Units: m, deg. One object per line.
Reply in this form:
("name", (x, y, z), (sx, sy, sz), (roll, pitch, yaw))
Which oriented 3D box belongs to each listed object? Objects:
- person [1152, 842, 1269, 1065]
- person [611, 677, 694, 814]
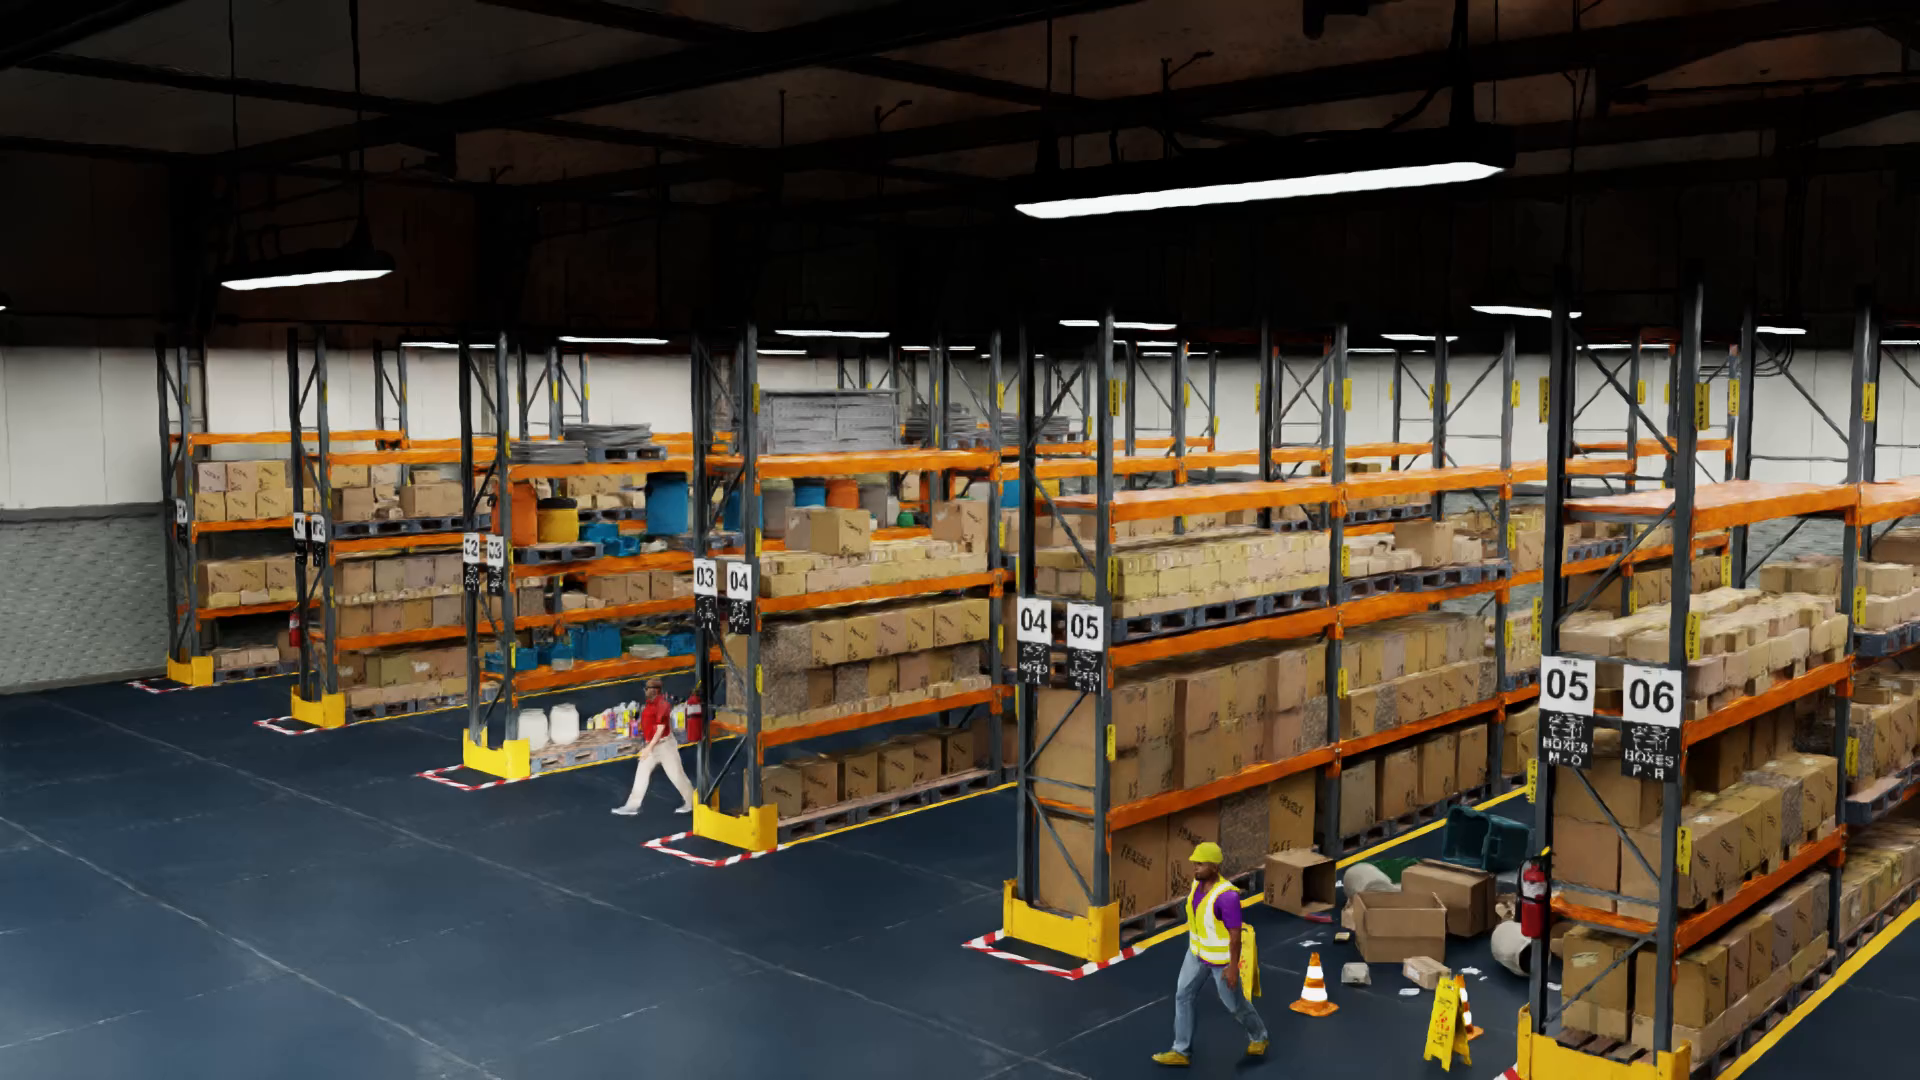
("person", (1.947, 3.130, 12.584), (0.940, 1.728, 0.599), (-3, 6, -31))
("person", (-3.622, 2.458, 19.839), (1.029, 1.657, 0.535), (-4, 7, -37))
